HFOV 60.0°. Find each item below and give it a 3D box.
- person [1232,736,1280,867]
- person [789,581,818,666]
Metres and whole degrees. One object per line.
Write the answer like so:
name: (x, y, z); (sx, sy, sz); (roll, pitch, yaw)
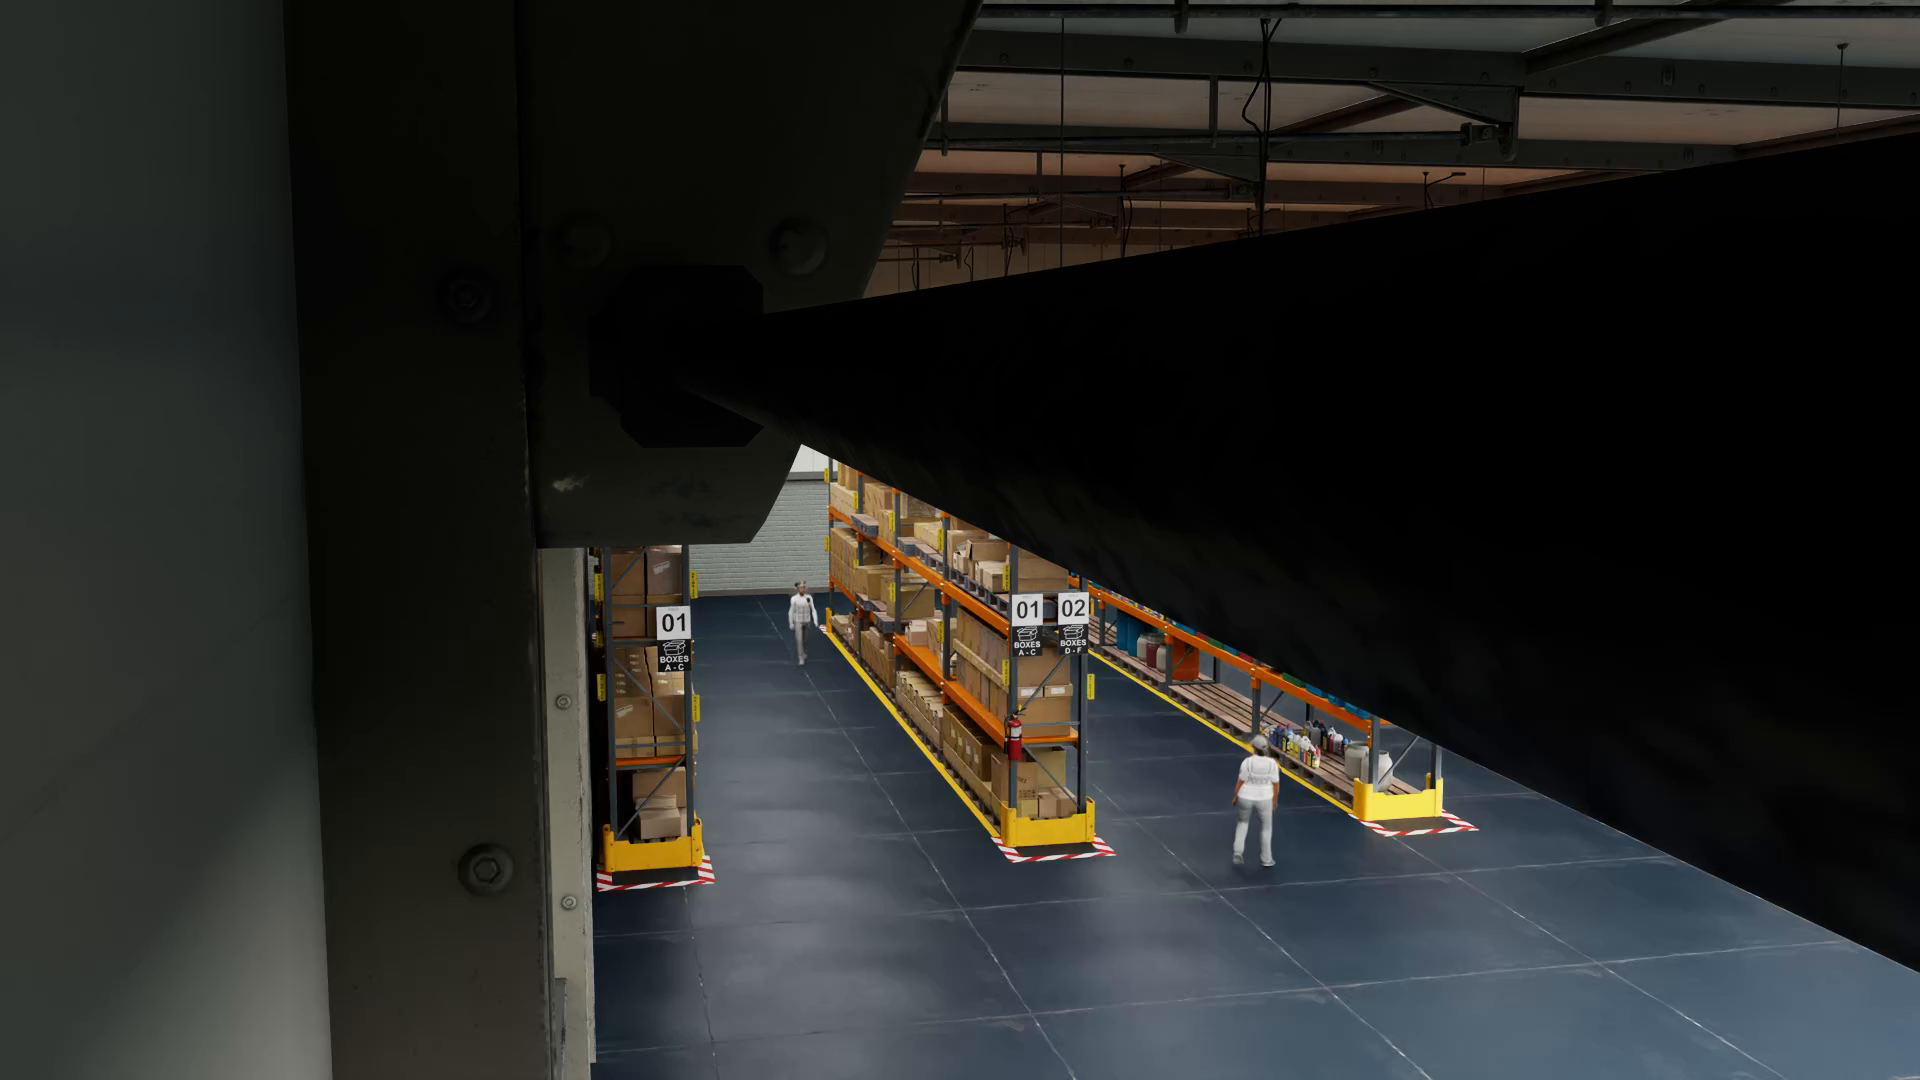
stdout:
person: (3.576, 3.149, 20.076); (0.566, 1.658, 0.532); (3, 7, 20)
person: (-3.095, 1.609, 32.809); (0.540, 1.629, 0.974); (-2, 7, -14)
